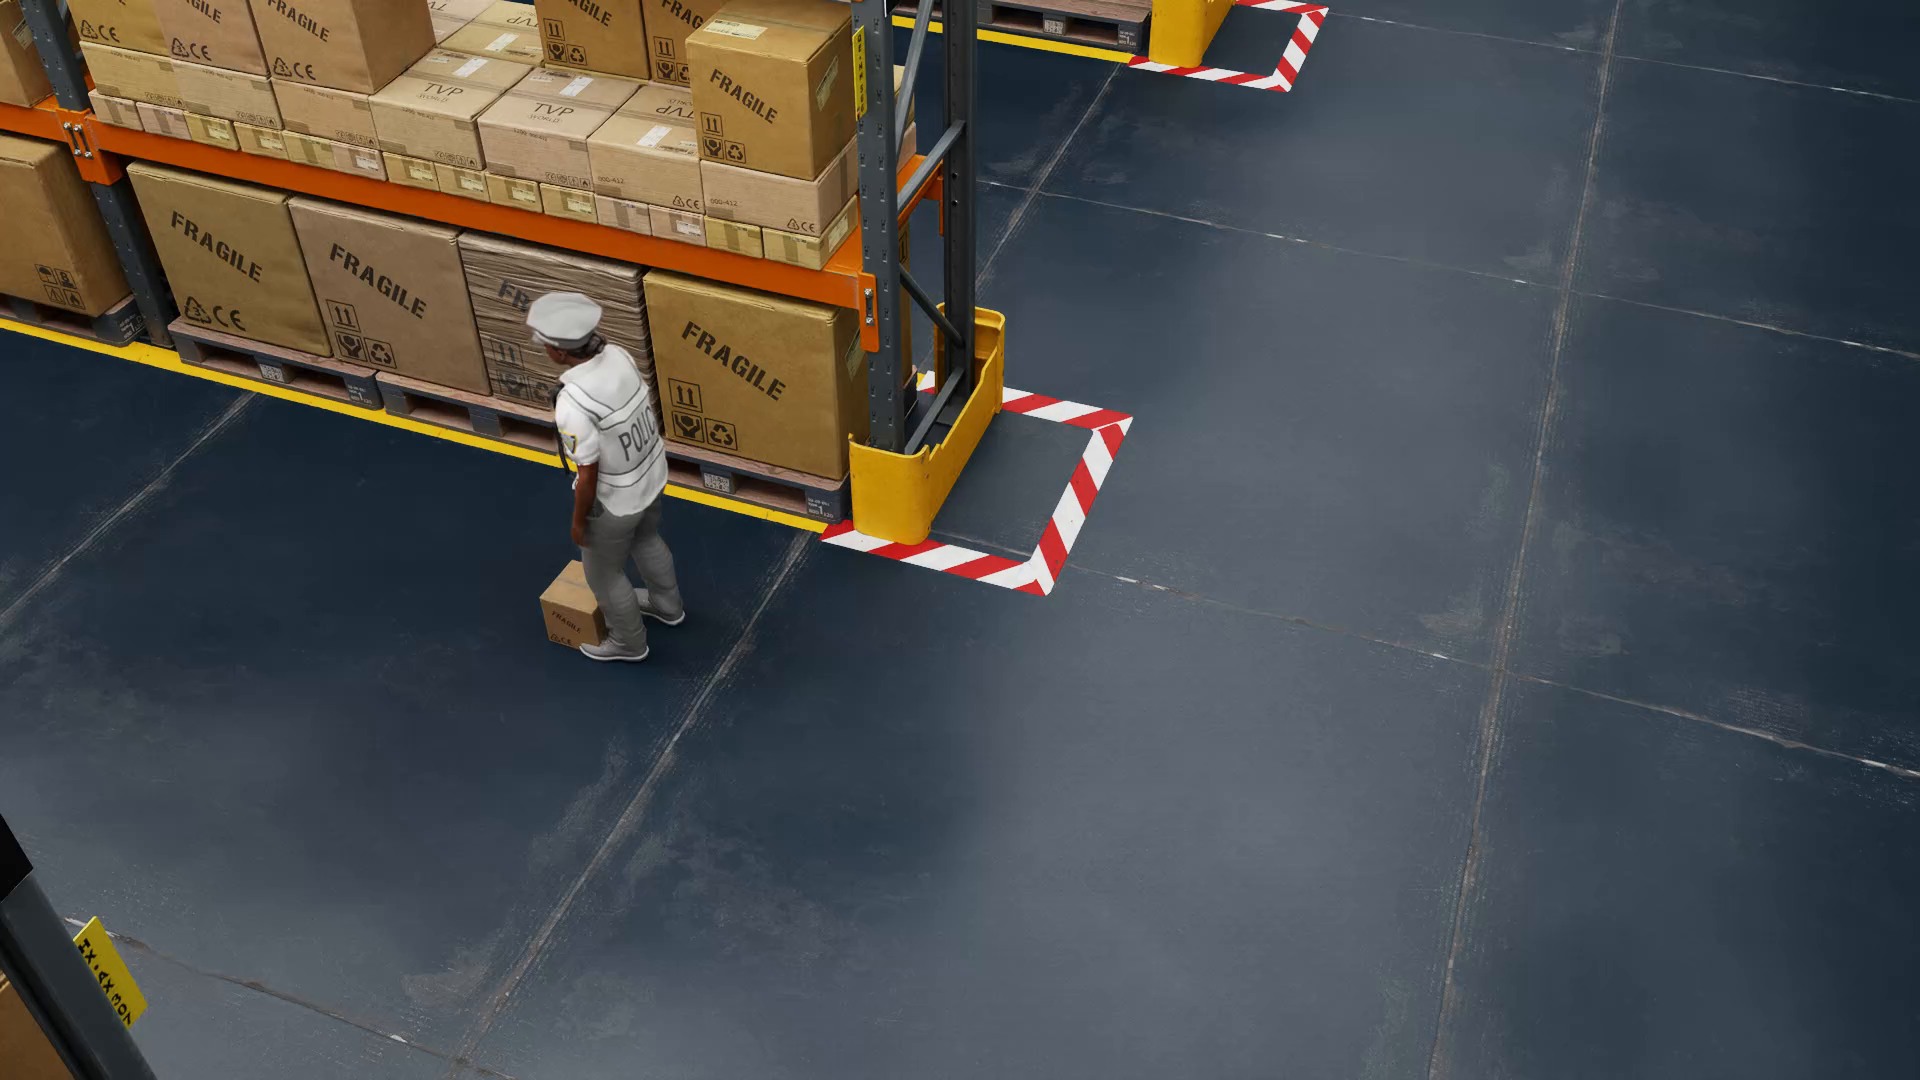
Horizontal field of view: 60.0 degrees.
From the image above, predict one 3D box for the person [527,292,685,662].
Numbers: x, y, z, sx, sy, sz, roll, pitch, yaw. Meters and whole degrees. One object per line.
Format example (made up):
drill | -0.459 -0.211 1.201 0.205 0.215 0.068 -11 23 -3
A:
person | -1.336 -0.203 6.386 0.415 1.660 0.506 14 44 15
